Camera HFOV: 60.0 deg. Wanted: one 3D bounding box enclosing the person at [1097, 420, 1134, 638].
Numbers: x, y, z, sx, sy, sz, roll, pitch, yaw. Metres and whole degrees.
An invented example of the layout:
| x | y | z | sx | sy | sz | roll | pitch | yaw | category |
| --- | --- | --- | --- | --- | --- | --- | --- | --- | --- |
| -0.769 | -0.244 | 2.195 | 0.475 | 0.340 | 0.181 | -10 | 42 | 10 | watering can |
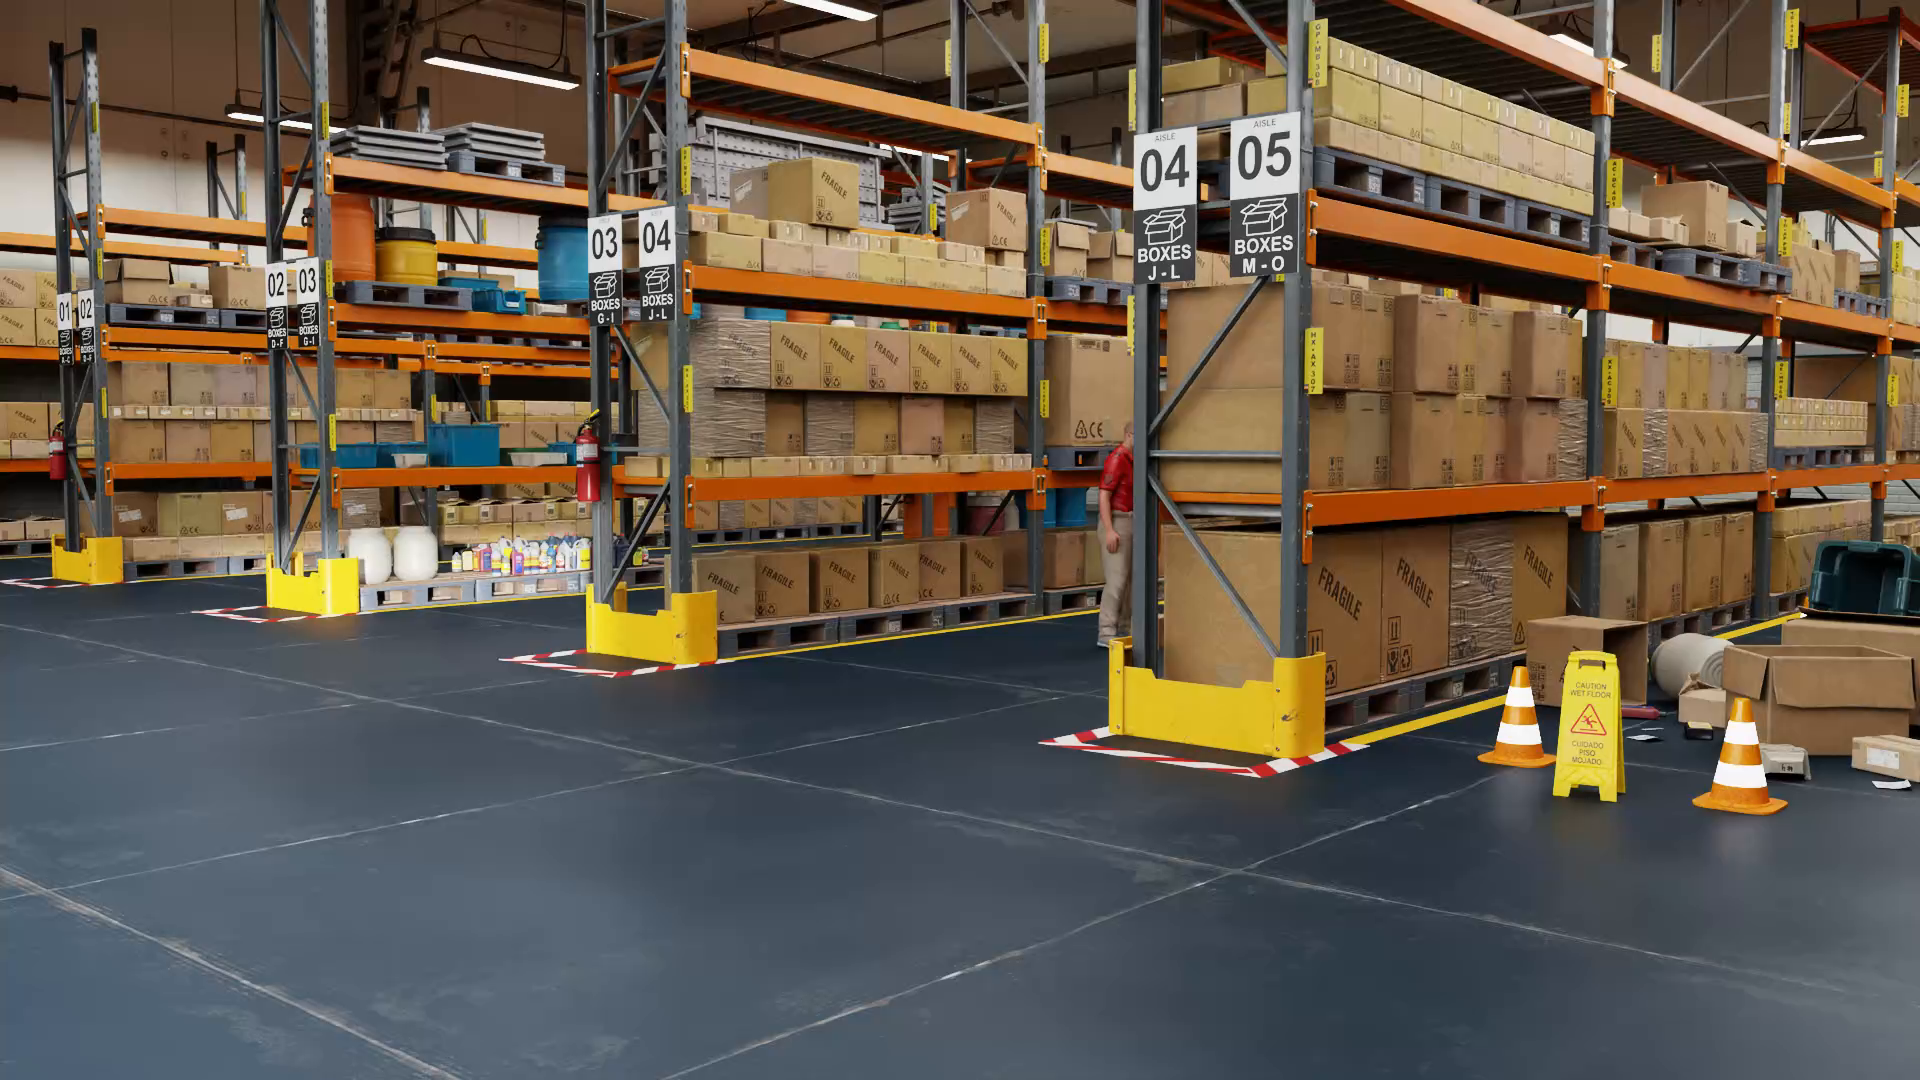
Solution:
| x | y | z | sx | sy | sz | roll | pitch | yaw | category |
| --- | --- | --- | --- | --- | --- | --- | --- | --- | --- |
| 1.265 | -0.087 | 12.695 | 0.371 | 1.655 | 0.588 | 3 | 4 | 38 | person |
